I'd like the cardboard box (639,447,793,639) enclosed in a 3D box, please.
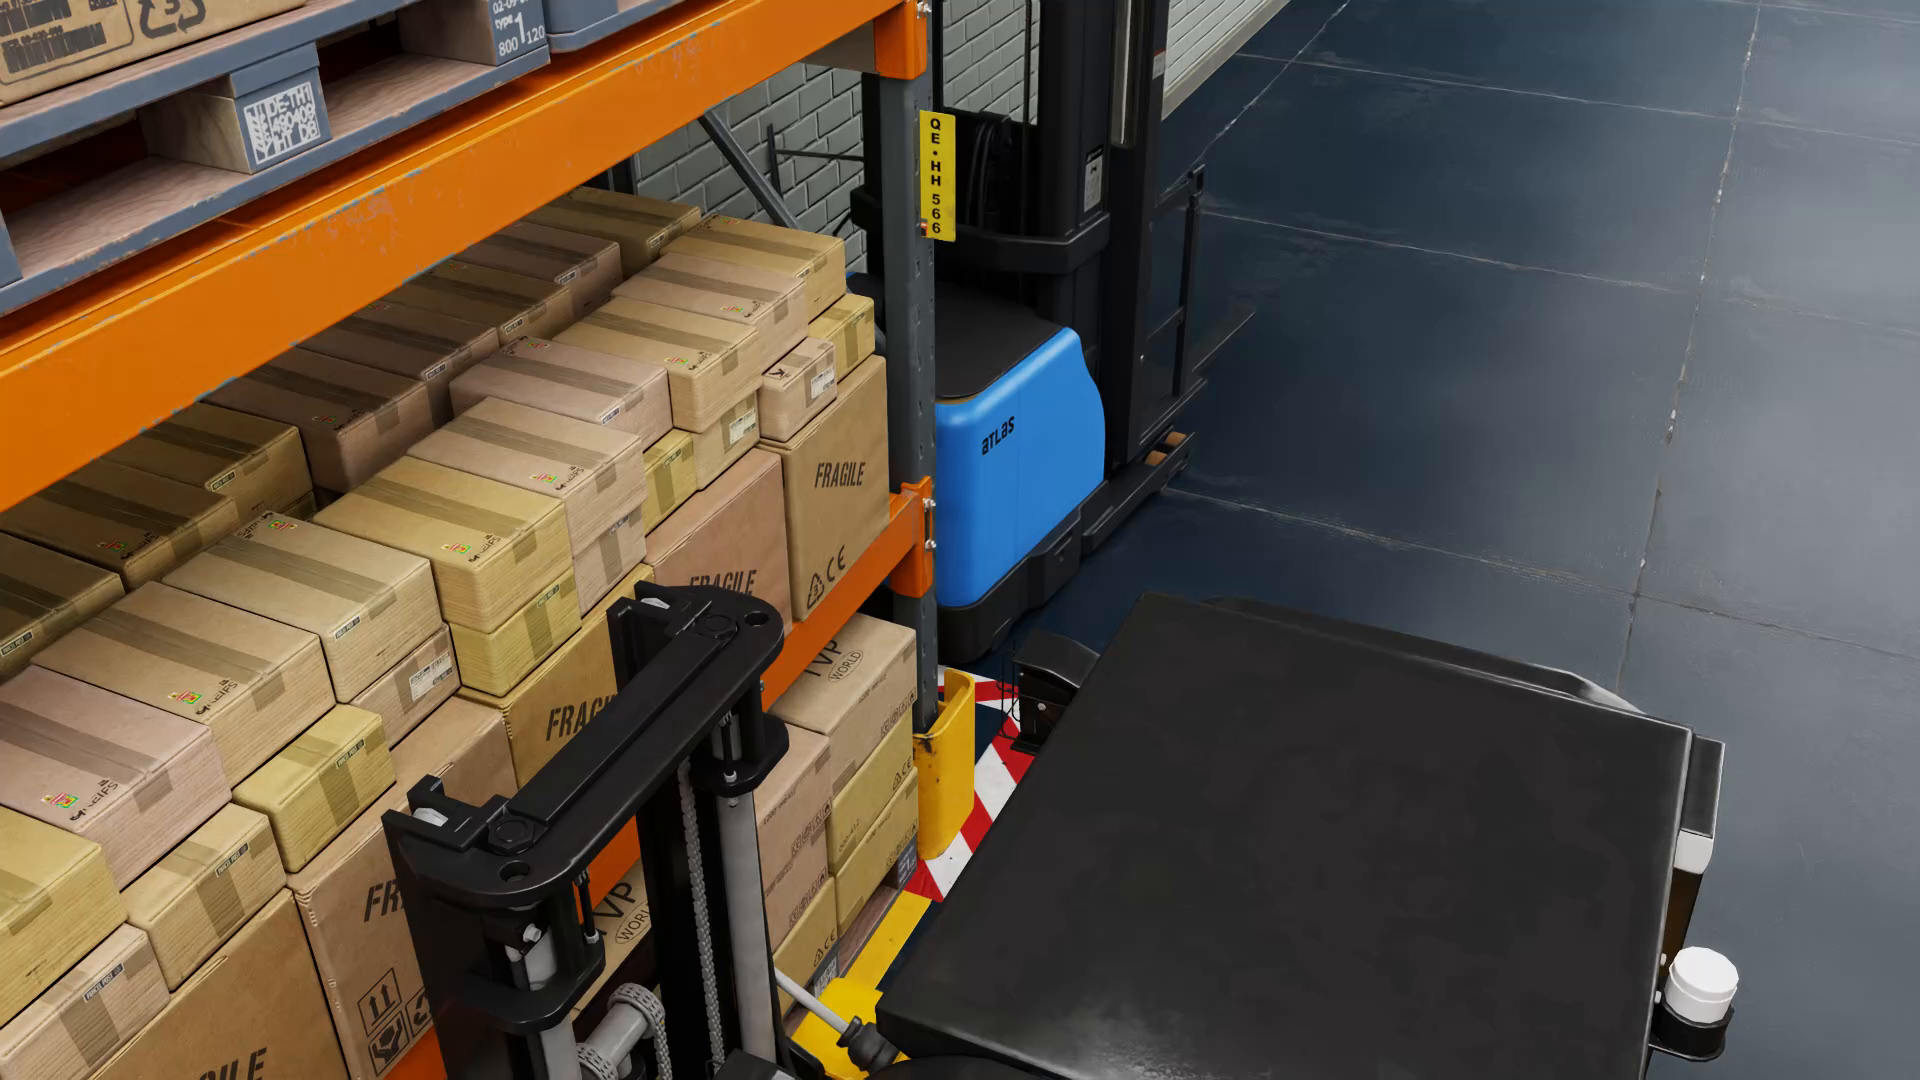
[{"bbox_3d":[-0.738,0.075,3.810,0.500,0.500,0.500,15,36,22],"label":"cardboard box"}]

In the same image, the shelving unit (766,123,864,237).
[{"bbox_3d":[-0.692,-0.668,6.354,0.587,1.500,1.083,10,36,21],"label":"shelving unit"}]

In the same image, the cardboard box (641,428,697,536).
[{"bbox_3d":[-0.794,-0.151,3.562,0.380,0.149,0.250,14,36,20],"label":"cardboard box"}]

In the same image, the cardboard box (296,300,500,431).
[{"bbox_3d":[-1.234,-0.387,3.651,0.380,0.149,0.250,14,36,21],"label":"cardboard box"}]

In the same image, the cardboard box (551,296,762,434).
[{"bbox_3d":[-0.663,-0.389,3.654,0.380,0.149,0.250,15,36,22],"label":"cardboard box"}]

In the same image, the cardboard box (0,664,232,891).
[{"bbox_3d":[-1.349,0.359,2.513,0.380,0.149,0.250,14,36,20],"label":"cardboard box"}]

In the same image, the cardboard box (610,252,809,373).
[{"bbox_3d":[-0.579,-0.526,3.863,0.380,0.149,0.250,14,36,21],"label":"cardboard box"}]

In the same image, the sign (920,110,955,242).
[{"bbox_3d":[-0.058,-0.897,4.111,0.100,0.325,0.005,14,36,20],"label":"sign"}]

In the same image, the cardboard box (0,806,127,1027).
[{"bbox_3d":[-1.405,0.499,2.300,0.380,0.149,0.250,14,36,20],"label":"cardboard box"}]

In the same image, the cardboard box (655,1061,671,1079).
[{"bbox_3d":[-0.881,1.143,3.939,0.500,0.250,0.500,13,36,19],"label":"cardboard box"}]

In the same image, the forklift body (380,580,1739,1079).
[{"bbox_3d":[0.319,1.273,2.848,2.313,2.155,1.214,14,36,20],"label":"forklift body"}]

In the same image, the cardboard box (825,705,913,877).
[{"bbox_3d":[-0.465,0.634,4.716,0.500,0.250,0.500,14,36,20],"label":"cardboard box"}]

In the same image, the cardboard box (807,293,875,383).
[{"bbox_3d":[-0.436,-0.521,4.127,0.380,0.149,0.250,15,36,21],"label":"cardboard box"}]

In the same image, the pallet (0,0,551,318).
[{"bbox_3d":[-1.374,-0.707,2.437,1.003,0.211,1.213,14,36,20],"label":"pallet"}]

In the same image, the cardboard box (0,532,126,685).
[{"bbox_3d":[-1.660,0.132,2.859,0.380,0.149,0.250,15,36,22],"label":"cardboard box"}]

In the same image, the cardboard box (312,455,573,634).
[{"bbox_3d":[-0.946,0.003,3.056,0.380,0.149,0.250,15,36,21],"label":"cardboard box"}]

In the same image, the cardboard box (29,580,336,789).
[{"bbox_3d":[-1.261,0.231,2.708,0.380,0.149,0.250,14,36,21],"label":"cardboard box"}]

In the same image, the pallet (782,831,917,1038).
[{"bbox_3d":[-0.827,1.111,4.862,1.003,0.211,1.213,14,36,20],"label":"pallet"}]

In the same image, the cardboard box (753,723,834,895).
[{"bbox_3d":[-0.663,0.667,4.209,0.500,0.250,0.500,15,36,21],"label":"cardboard box"}]

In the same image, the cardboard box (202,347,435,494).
[{"bbox_3d":[-1.322,-0.250,3.442,0.380,0.149,0.250,15,36,22],"label":"cardboard box"}]

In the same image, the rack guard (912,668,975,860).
[{"bbox_3d":[-0.535,0.588,5.397,1.175,0.500,0.348,14,36,20],"label":"rack guard"}]

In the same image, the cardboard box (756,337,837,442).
[{"bbox_3d":[-0.516,-0.387,3.922,0.380,0.149,0.250,15,36,21],"label":"cardboard box"}]

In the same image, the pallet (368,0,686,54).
[{"bbox_3d":[-0.864,-1.316,3.367,1.003,0.211,1.213,14,36,20],"label":"pallet"}]

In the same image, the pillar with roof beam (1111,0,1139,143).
[{"bbox_3d":[4.765,-4.815,5.886,9.100,9.000,0.400,14,36,20],"label":"pillar with roof beam"}]

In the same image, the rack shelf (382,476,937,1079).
[{"bbox_3d":[-1.382,0.852,3.372,1.077,0.370,4.000,14,36,20],"label":"rack shelf"}]

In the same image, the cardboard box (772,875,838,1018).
[{"bbox_3d":[-0.671,1.081,4.490,0.500,0.250,0.500,14,36,20],"label":"cardboard box"}]

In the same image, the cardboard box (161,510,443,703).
[{"bbox_3d":[-1.140,0.109,2.894,0.380,0.149,0.250,15,36,21],"label":"cardboard box"}]

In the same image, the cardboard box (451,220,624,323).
[{"bbox_3d":[-1.048,-0.646,4.046,0.380,0.149,0.250,15,36,22],"label":"cardboard box"}]

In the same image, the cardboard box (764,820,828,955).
[{"bbox_3d":[-0.684,0.881,4.339,0.500,0.250,0.500,14,36,20],"label":"cardboard box"}]

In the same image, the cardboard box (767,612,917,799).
[{"bbox_3d":[-0.454,0.412,4.599,0.500,0.250,0.500,15,36,22],"label":"cardboard box"}]

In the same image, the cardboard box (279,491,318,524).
[{"bbox_3d":[-1.525,-0.025,3.369,0.380,0.149,0.250,15,36,22],"label":"cardboard box"}]

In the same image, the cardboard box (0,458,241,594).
[{"bbox_3d":[-1.553,-0.001,3.061,0.380,0.149,0.250,14,36,21],"label":"cardboard box"}]

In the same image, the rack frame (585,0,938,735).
[{"bbox_3d":[-0.545,-0.445,4.693,1.000,3.000,0.127,14,36,20],"label":"rack frame"}]

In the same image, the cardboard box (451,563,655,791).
[{"bbox_3d":[-0.952,0.330,3.420,0.500,0.500,0.500,13,36,20],"label":"cardboard box"}]

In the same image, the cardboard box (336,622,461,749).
[{"bbox_3d":[-1.136,0.227,2.986,0.380,0.149,0.250,14,36,20],"label":"cardboard box"}]

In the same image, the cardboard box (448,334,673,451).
[{"bbox_3d":[-0.835,-0.282,3.491,0.380,0.149,0.250,14,36,21],"label":"cardboard box"}]

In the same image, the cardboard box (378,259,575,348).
[{"bbox_3d":[-1.117,-0.507,3.834,0.380,0.149,0.250,15,36,21],"label":"cardboard box"}]

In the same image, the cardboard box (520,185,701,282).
[{"bbox_3d":[-0.880,-0.764,4.226,0.380,0.149,0.250,13,36,20],"label":"cardboard box"}]

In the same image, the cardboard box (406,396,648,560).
[{"bbox_3d":[-0.843,-0.127,3.255,0.380,0.149,0.250,15,36,22],"label":"cardboard box"}]

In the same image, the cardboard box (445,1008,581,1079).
[{"bbox_3d":[-1.084,1.172,3.440,0.500,0.250,0.500,13,36,20],"label":"cardboard box"}]

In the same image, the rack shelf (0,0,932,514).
[{"bbox_3d":[-1.382,-0.403,2.549,1.077,0.370,4.000,14,36,20],"label":"rack shelf"}]

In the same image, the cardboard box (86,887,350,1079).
[{"bbox_3d":[-1.382,0.828,2.660,0.500,0.500,0.500,14,36,20],"label":"cardboard box"}]

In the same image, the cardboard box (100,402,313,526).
[{"bbox_3d":[-1.521,-0.142,3.277,0.380,0.149,0.250,13,36,19],"label":"cardboard box"}]

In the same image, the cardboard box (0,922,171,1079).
[{"bbox_3d":[-1.374,0.634,2.365,0.380,0.149,0.250,14,36,20],"label":"cardboard box"}]

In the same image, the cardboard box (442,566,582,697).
[{"bbox_3d":[-0.950,0.123,3.144,0.380,0.149,0.250,14,36,21],"label":"cardboard box"}]

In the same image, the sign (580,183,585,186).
[{"bbox_3d":[-1.047,-0.971,4.633,0.100,0.325,0.005,14,36,20],"label":"sign"}]

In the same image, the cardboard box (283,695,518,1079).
[{"bbox_3d":[-1.152,0.583,3.034,0.500,0.500,0.500,14,36,21],"label":"cardboard box"}]

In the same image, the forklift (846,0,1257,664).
[{"bbox_3d":[0.364,-1.558,6.453,1.130,2.935,3.031,19,38,26],"label":"forklift"}]

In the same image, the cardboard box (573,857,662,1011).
[{"bbox_3d":[-0.865,0.921,3.823,0.500,0.250,0.500,15,36,21],"label":"cardboard box"}]

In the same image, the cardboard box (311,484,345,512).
[{"bbox_3d":[-1.416,-0.159,3.575,0.380,0.149,0.250,15,36,21],"label":"cardboard box"}]

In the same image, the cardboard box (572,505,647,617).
[{"bbox_3d":[-0.863,-0.007,3.343,0.380,0.149,0.250,13,35,19],"label":"cardboard box"}]

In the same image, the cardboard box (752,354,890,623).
[{"bbox_3d":[-0.512,-0.182,4.200,0.500,0.500,0.500,13,36,19],"label":"cardboard box"}]

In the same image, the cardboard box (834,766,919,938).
[{"bbox_3d":[-0.455,0.836,4.865,0.500,0.250,0.500,14,36,21],"label":"cardboard box"}]

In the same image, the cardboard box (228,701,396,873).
[{"bbox_3d":[-1.181,0.370,2.768,0.380,0.149,0.250,13,36,20],"label":"cardboard box"}]

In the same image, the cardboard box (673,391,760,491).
[{"bbox_3d":[-0.680,-0.272,3.747,0.380,0.149,0.250,15,36,21],"label":"cardboard box"}]

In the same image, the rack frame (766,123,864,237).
[{"bbox_3d":[-0.491,-0.939,6.746,0.500,1.500,0.032,10,36,21],"label":"rack frame"}]

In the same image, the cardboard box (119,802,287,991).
[{"bbox_3d":[-1.285,0.505,2.562,0.380,0.149,0.250,13,35,19],"label":"cardboard box"}]

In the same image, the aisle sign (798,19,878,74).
[{"bbox_3d":[-0.251,-1.498,3.928,0.394,0.787,0.004,14,36,20],"label":"aisle sign"}]

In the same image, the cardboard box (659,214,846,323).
[{"bbox_3d":[-0.504,-0.656,4.061,0.380,0.149,0.250,14,36,21],"label":"cardboard box"}]
